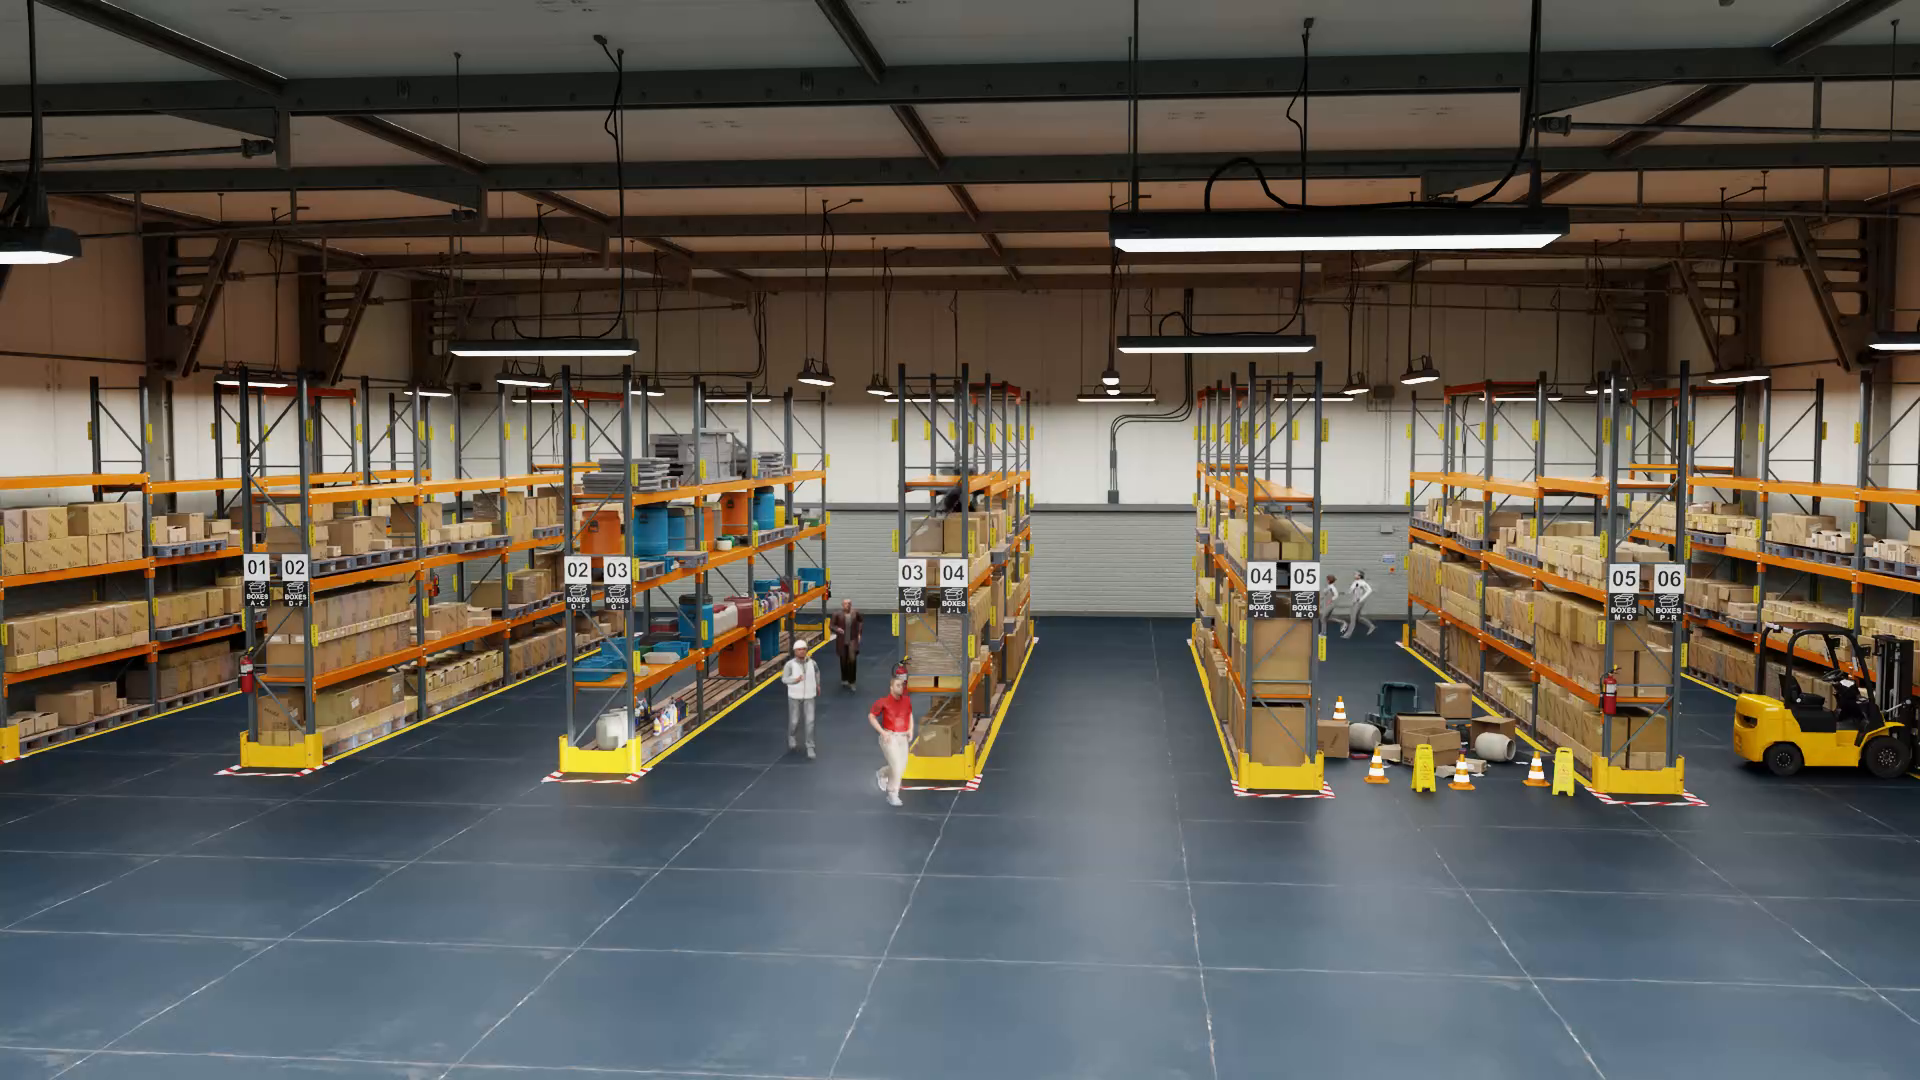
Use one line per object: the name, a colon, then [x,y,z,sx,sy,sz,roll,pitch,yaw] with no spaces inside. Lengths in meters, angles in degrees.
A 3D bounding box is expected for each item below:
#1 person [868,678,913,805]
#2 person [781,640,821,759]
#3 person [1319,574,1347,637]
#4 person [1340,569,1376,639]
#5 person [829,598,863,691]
person: [-0.940,2.731,22.711,0.696,1.714,0.740,-3,5,-41]
person: [-2.455,2.435,25.803,0.651,1.770,0.957,-1,4,-16]
person: [9.047,1.619,40.516,0.772,1.564,0.550,0,4,6]
person: [9.697,1.547,40.453,0.922,1.695,0.614,0,4,-7]
person: [-2.220,2.042,32.475,0.689,1.827,0.832,0,4,-5]
